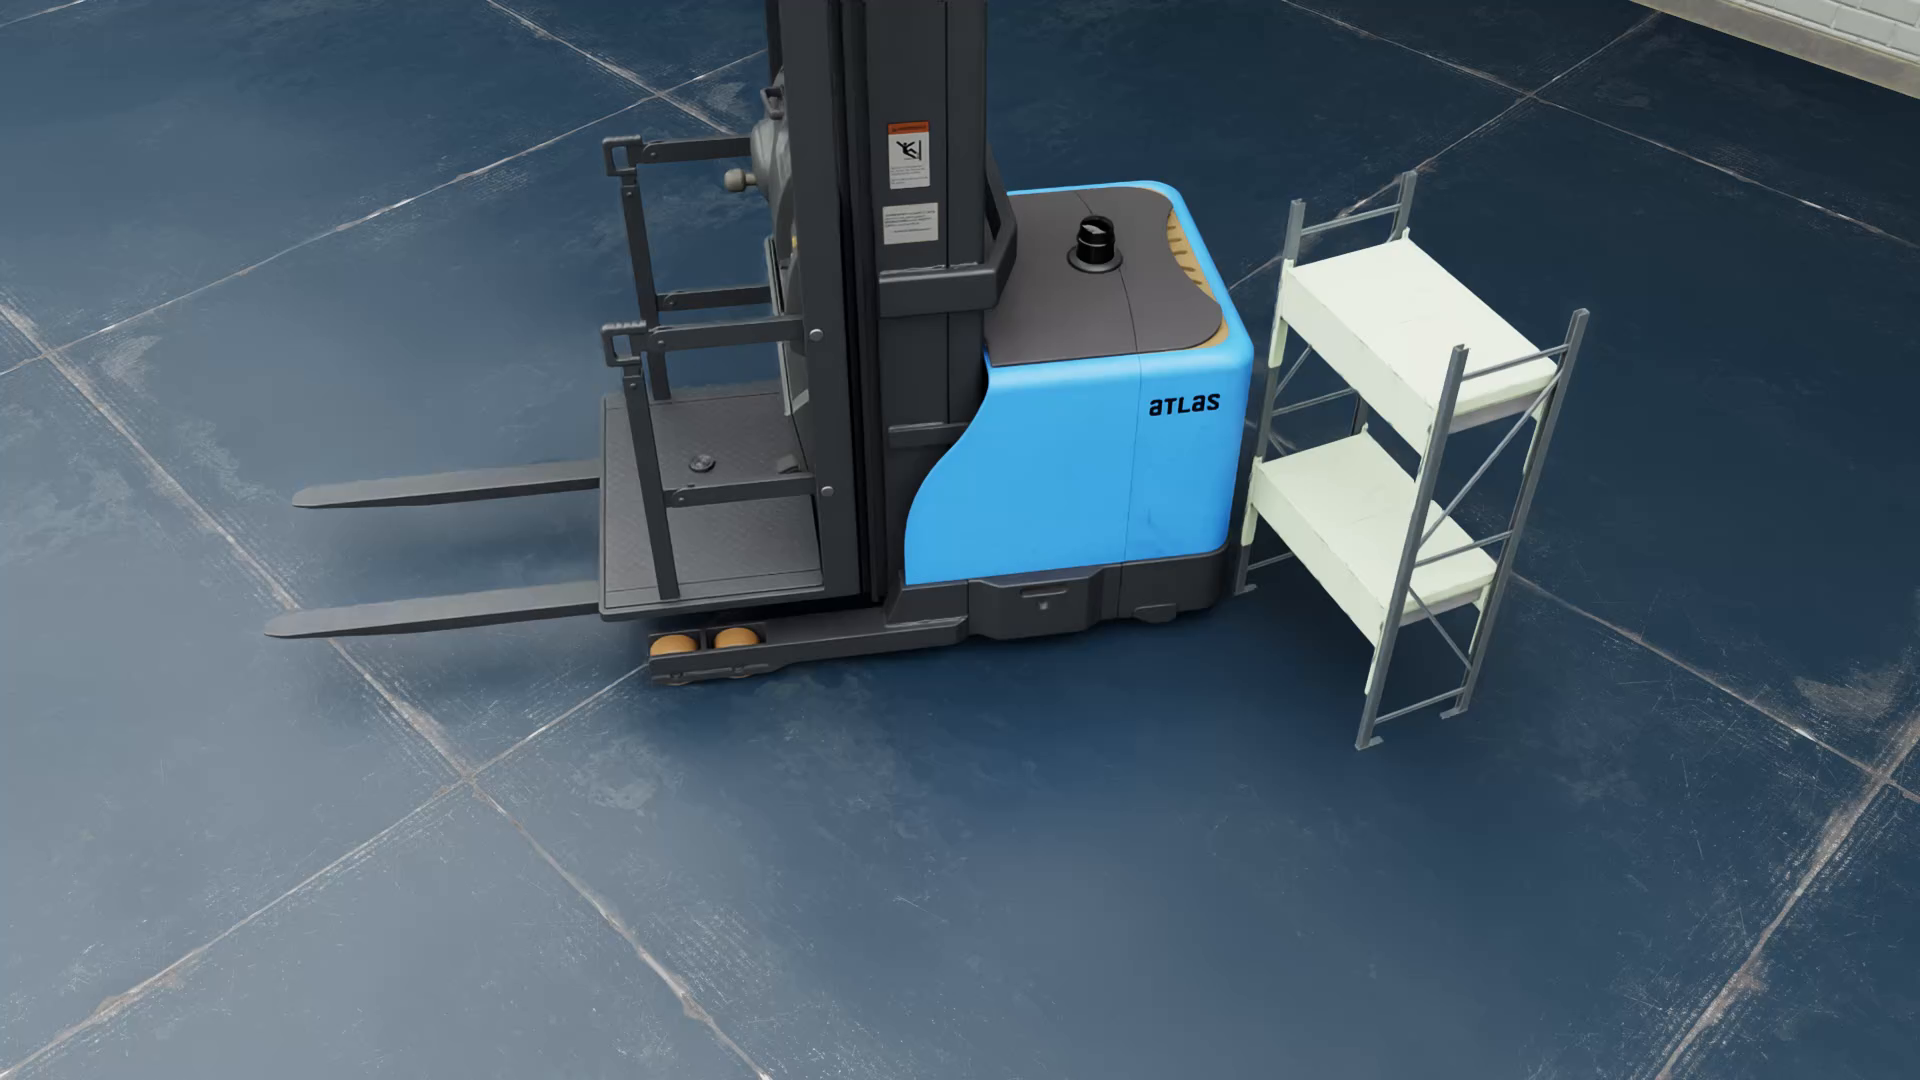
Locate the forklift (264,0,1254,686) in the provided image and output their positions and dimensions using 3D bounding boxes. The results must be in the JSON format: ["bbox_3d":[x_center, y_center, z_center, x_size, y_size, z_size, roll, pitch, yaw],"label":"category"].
[{"bbox_3d":[-0.694,-1.003,4.676,3.031,2.935,1.130,-6,43,-6],"label":"forklift"}]

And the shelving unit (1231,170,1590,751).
[{"bbox_3d":[1.241,-0.197,4.857,0.431,1.500,0.755,-17,45,-17],"label":"shelving unit"}]

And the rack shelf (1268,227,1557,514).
[{"bbox_3d":[1.240,-0.483,4.592,0.431,0.370,0.720,-17,45,-17],"label":"rack shelf"}]

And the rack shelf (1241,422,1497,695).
[{"bbox_3d":[1.241,0.043,5.079,0.431,0.370,0.720,-17,45,-17],"label":"rack shelf"}]

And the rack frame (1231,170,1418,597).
[{"bbox_3d":[1.093,-0.424,5.103,0.400,1.500,0.023,-17,45,-17],"label":"rack frame"}]

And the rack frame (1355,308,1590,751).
[{"bbox_3d":[1.389,0.031,4.611,0.400,1.500,0.023,-17,45,-17],"label":"rack frame"}]
